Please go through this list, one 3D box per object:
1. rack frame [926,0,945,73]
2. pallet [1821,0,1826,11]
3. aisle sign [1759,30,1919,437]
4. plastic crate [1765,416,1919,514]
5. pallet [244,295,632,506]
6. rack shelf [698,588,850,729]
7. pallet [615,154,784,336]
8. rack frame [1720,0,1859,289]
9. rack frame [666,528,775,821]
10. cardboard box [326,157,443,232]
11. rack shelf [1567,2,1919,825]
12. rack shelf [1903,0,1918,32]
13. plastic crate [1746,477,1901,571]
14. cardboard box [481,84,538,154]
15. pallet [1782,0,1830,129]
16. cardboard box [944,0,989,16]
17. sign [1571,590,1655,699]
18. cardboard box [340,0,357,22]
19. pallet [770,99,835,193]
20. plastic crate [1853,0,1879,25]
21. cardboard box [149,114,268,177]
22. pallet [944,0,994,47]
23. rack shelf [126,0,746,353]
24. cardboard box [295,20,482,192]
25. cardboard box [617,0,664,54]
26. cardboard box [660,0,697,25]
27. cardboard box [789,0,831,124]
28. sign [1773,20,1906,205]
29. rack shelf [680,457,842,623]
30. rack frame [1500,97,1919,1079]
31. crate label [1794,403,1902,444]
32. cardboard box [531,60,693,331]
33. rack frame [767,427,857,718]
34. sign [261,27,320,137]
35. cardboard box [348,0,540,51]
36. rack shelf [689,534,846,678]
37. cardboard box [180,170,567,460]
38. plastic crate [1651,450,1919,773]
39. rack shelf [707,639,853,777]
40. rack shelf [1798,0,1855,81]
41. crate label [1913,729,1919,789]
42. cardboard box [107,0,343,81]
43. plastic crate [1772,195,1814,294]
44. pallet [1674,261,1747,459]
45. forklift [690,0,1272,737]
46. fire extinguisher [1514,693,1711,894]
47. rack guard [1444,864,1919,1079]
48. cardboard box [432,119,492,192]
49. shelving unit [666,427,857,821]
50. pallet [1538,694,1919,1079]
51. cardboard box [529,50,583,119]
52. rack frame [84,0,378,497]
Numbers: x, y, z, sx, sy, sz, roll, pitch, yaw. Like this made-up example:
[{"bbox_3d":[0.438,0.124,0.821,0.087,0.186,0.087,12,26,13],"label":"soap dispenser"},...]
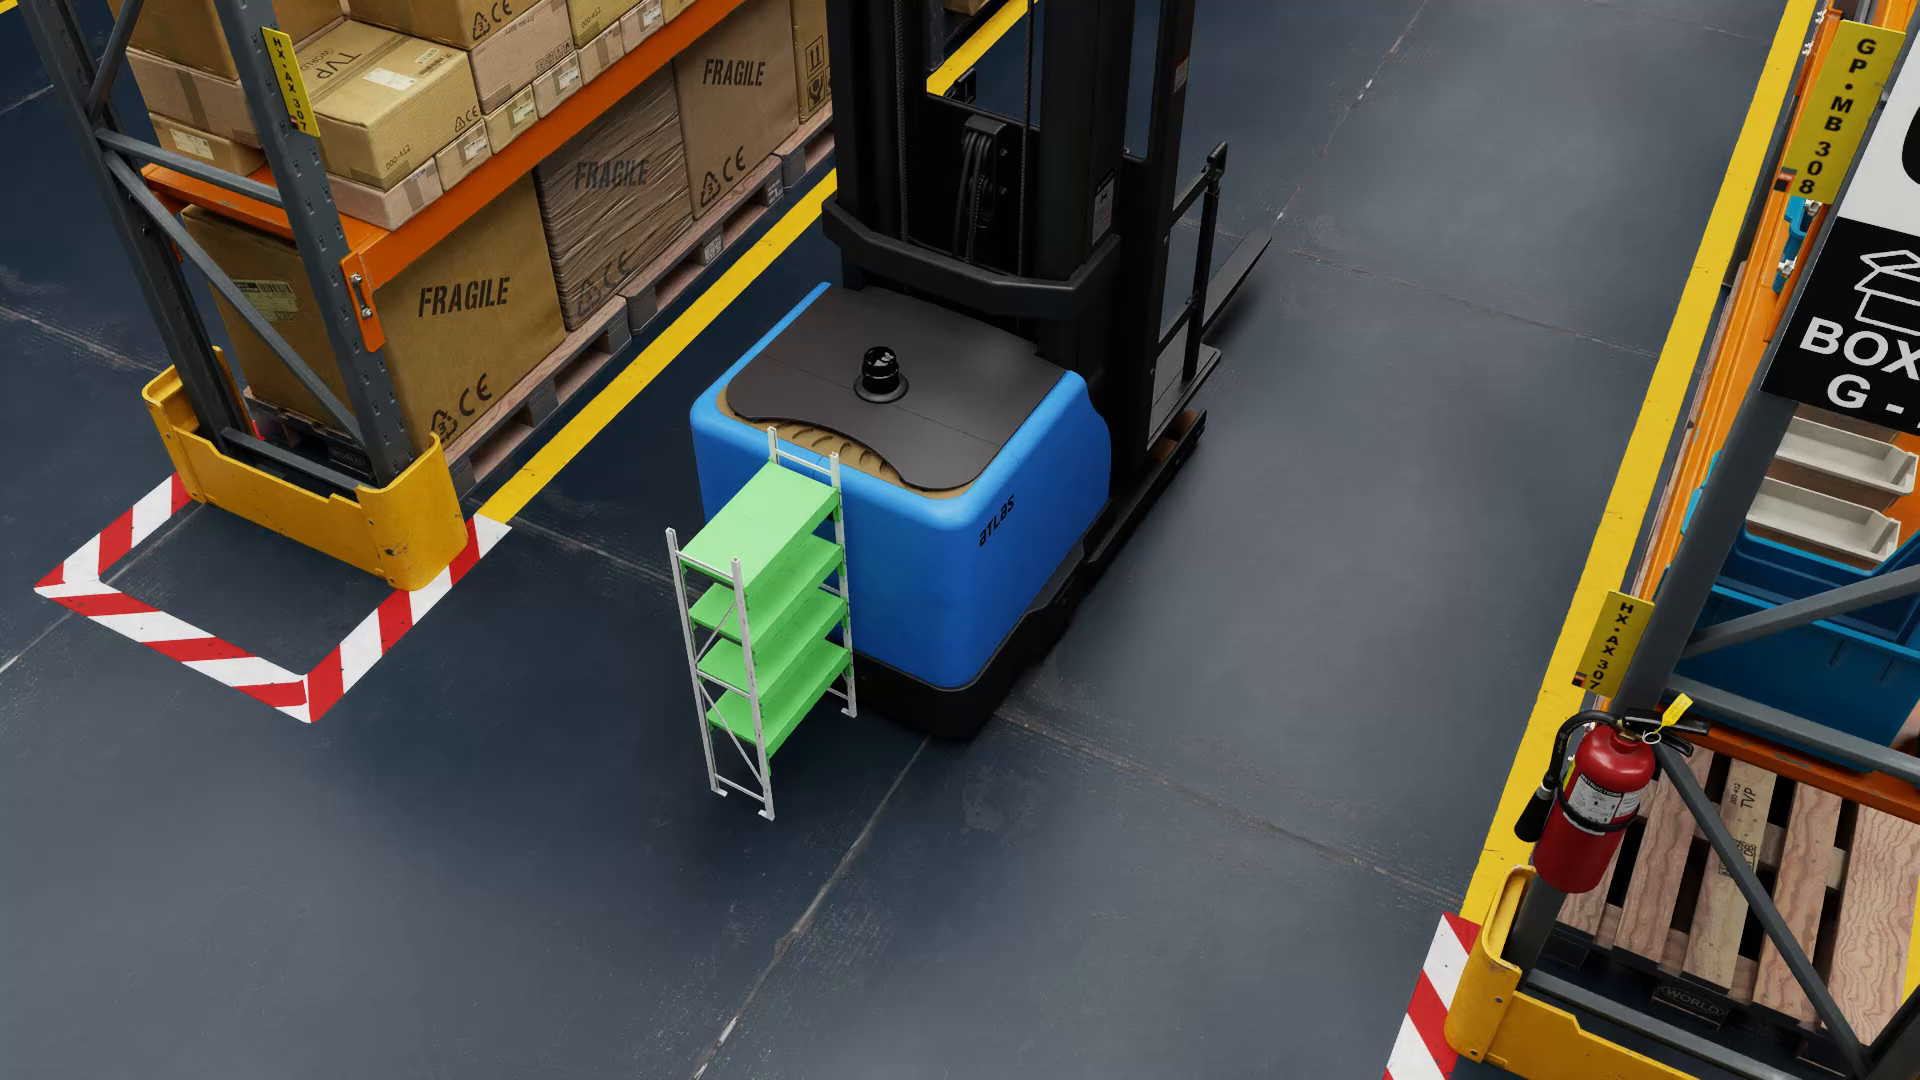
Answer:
[{"bbox_3d":[-0.550,-3.685,7.783,1.000,3.000,0.127,20,49,19],"label":"rack frame"},{"bbox_3d":[5.364,-3.079,9.145,1.003,0.211,1.213,20,49,19],"label":"pallet"},{"bbox_3d":[1.687,-0.495,2.803,0.394,0.787,0.004,20,49,19],"label":"aisle sign"},{"bbox_3d":[2.345,-0.210,4.492,0.396,0.136,0.243,20,49,19],"label":"plastic crate"},{"bbox_3d":[-2.105,-0.715,6.808,1.003,0.211,1.213,20,49,19],"label":"pallet"},{"bbox_3d":[-0.582,0.331,5.170,0.258,0.148,0.480,23,50,21],"label":"rack shelf"},{"bbox_3d":[-1.538,-1.481,7.565,1.003,0.211,1.213,20,49,19],"label":"pallet"},{"bbox_3d":[3.836,-2.050,6.167,1.000,3.000,0.127,20,49,19],"label":"rack frame"},{"bbox_3d":[-0.705,0.435,4.976,0.240,1.200,0.015,23,50,21],"label":"rack frame"},{"bbox_3d":[-1.950,-1.192,5.496,0.380,0.149,0.250,21,49,19],"label":"cardboard box"},{"bbox_3d":[2.908,-0.537,5.178,1.077,0.370,4.000,20,49,19],"label":"rack shelf"},{"bbox_3d":[2.908,-1.660,4.041,0.919,0.124,3.809,20,49,19],"label":"rack shelf"},{"bbox_3d":[2.198,-0.032,4.316,0.396,0.136,0.243,20,49,19],"label":"plastic crate"},{"bbox_3d":[-1.714,-1.515,5.815,0.380,0.149,0.250,19,48,18],"label":"cardboard box"},{"bbox_3d":[4.797,-2.314,8.388,1.003,0.211,1.213,20,49,19],"label":"pallet"},{"bbox_3d":[-0.271,-3.496,8.795,1.225,0.875,0.875,21,49,19],"label":"cardboard box"},{"bbox_3d":[1.485,0.241,3.788,0.100,0.325,0.005,20,49,19],"label":"sign"},{"bbox_3d":[-2.181,-1.930,5.944,0.500,0.250,0.500,20,49,18],"label":"cardboard box"},{"bbox_3d":[-0.973,-2.252,8.327,1.003,0.211,1.213,20,49,19],"label":"pallet"},{"bbox_3d":[3.200,-1.614,5.649,0.402,0.464,0.583,20,49,19],"label":"plastic crate"},{"bbox_3d":[-2.534,-1.410,5.712,0.380,0.149,0.250,21,49,20],"label":"cardboard box"},{"bbox_3d":[-0.259,-3.216,9.280,1.003,0.211,1.213,20,49,19],"label":"pallet"},{"bbox_3d":[-1.479,-2.173,6.794,1.077,0.370,4.000,20,49,19],"label":"rack shelf"},{"bbox_3d":[-1.945,-1.431,5.451,0.500,0.250,0.500,19,48,18],"label":"cardboard box"},{"bbox_3d":[-1.355,-2.003,6.297,0.380,0.149,0.250,20,49,19],"label":"cardboard box"},{"bbox_3d":[-1.237,-2.161,6.454,0.380,0.149,0.250,19,48,18],"label":"cardboard box"},{"bbox_3d":[-0.928,-2.697,8.005,0.875,0.875,0.875,20,49,19],"label":"cardboard box"},{"bbox_3d":[1.485,-0.719,2.817,0.100,0.325,0.005,20,49,19],"label":"sign"},{"bbox_3d":[-0.582,-0.007,4.828,0.258,0.148,0.480,23,50,21],"label":"rack shelf"},{"bbox_3d":[1.980,0.470,3.677,1.000,3.000,0.127,20,49,19],"label":"rack frame"},{"bbox_3d":[2.453,-0.394,4.673,0.396,0.136,0.243,20,49,19],"label":"crate label"},{"bbox_3d":[-1.759,-1.569,6.891,0.875,0.875,0.875,20,49,19],"label":"cardboard box"},{"bbox_3d":[-0.459,0.136,5.272,0.240,1.200,0.015,23,50,21],"label":"rack frame"},{"bbox_3d":[-1.919,-1.311,4.772,0.100,0.325,0.005,20,49,19],"label":"sign"},{"bbox_3d":[-1.713,-2.009,5.496,0.500,0.500,0.500,19,48,18],"label":"cardboard box"},{"bbox_3d":[-0.582,0.162,4.999,0.258,0.148,0.480,23,50,21],"label":"rack shelf"},{"bbox_3d":[-2.181,-0.996,6.324,0.875,0.875,0.875,20,49,19],"label":"cardboard box"},{"bbox_3d":[1.970,0.164,3.912,0.616,0.435,0.499,20,49,19],"label":"plastic crate"},{"bbox_3d":[-0.582,0.499,5.340,0.258,0.148,0.480,23,50,21],"label":"rack shelf"},{"bbox_3d":[4.765,-3.057,7.668,1.077,0.370,4.000,20,49,19],"label":"rack shelf"},{"bbox_3d":[2.386,0.461,3.761,0.416,0.233,0.303,20,49,19],"label":"crate label"},{"bbox_3d":[-2.414,-1.875,5.363,0.500,0.500,0.500,21,49,20],"label":"cardboard box"},{"bbox_3d":[2.706,-0.871,5.077,0.416,0.233,0.300,20,49,19],"label":"plastic crate"},{"bbox_3d":[3.530,-0.594,6.689,1.003,0.211,1.213,20,49,19],"label":"pallet"},{"bbox_3d":[0.316,-1.416,5.589,1.130,2.935,3.031,22,49,21],"label":"forklift"},{"bbox_3d":[1.507,0.573,3.891,0.296,0.674,0.183,20,49,19],"label":"fire extinguisher"},{"bbox_3d":[1.980,1.368,4.547,1.175,0.500,0.348,20,49,19],"label":"rack guard"},{"bbox_3d":[-1.832,-1.354,5.656,0.380,0.149,0.250,20,49,18],"label":"cardboard box"},{"bbox_3d":[-0.582,0.286,5.124,0.258,1.200,0.503,23,50,21],"label":"shelving unit"},{"bbox_3d":[2.397,0.943,5.169,1.003,0.211,1.213,20,49,19],"label":"pallet"},{"bbox_3d":[-1.594,-1.680,5.978,0.380,0.149,0.250,20,49,18],"label":"cardboard box"},{"bbox_3d":[-2.410,-1.167,5.294,0.949,2.616,0.053,20,49,19],"label":"rack frame"}]
